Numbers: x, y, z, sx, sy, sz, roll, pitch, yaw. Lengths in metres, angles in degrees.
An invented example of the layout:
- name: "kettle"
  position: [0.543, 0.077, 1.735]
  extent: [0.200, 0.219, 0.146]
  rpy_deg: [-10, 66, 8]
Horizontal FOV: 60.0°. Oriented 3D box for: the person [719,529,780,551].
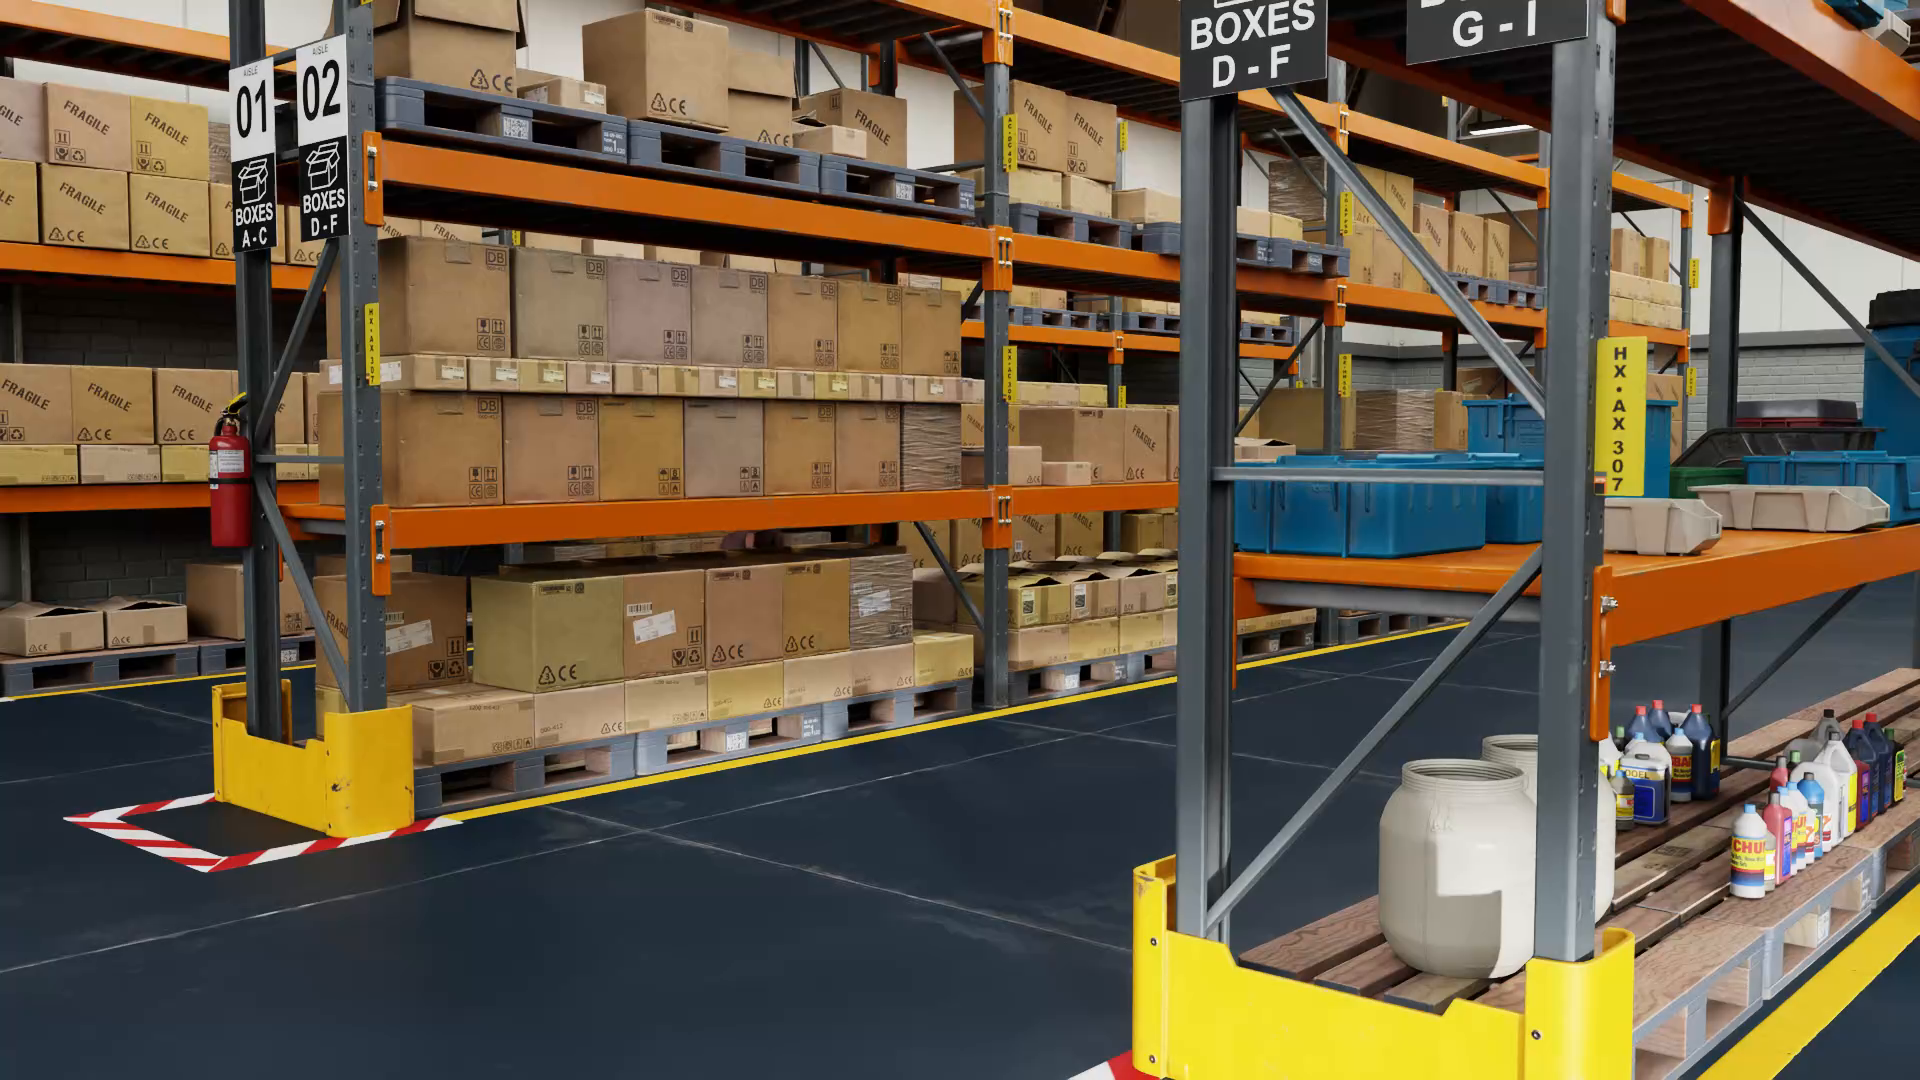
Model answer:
- name: "person"
  position: [-1.562, -0.022, 12.228]
  extent: [0.505, 1.830, 0.623]
  rpy_deg: [1, 4, 11]
